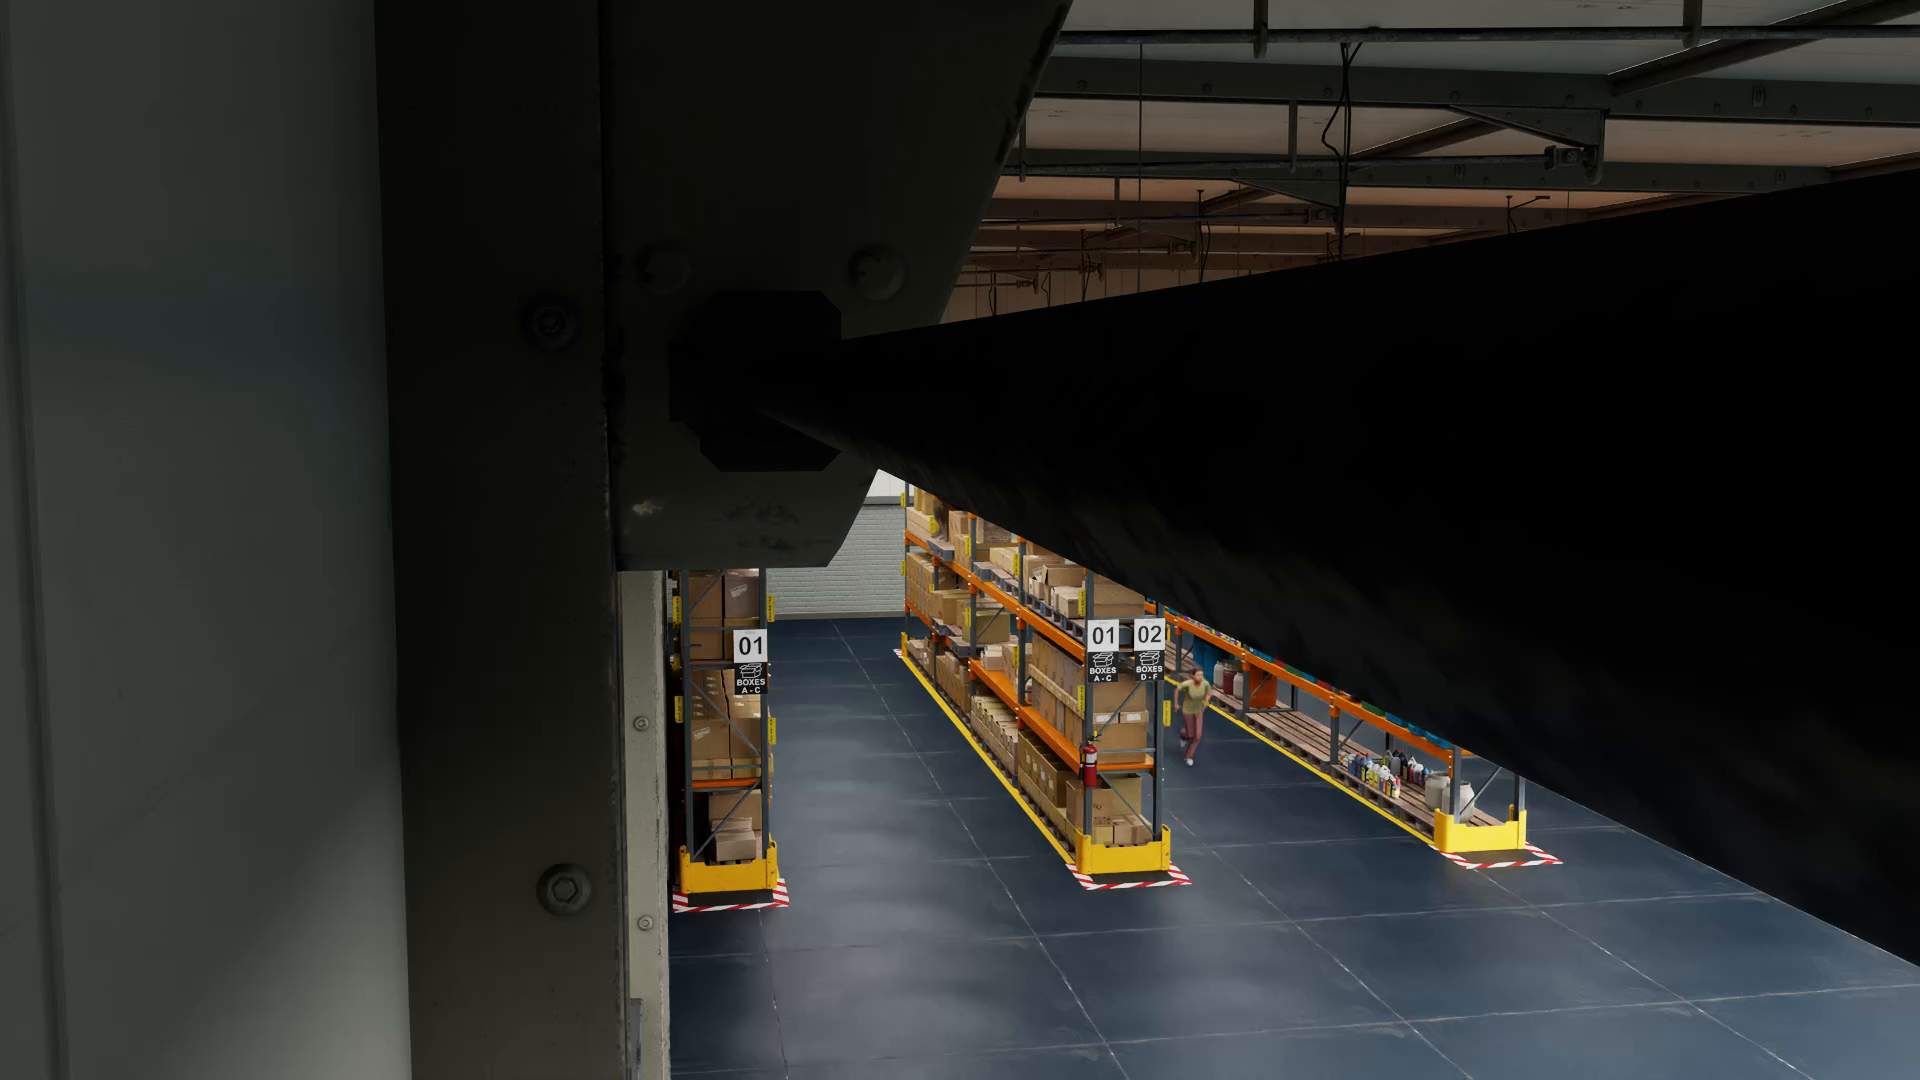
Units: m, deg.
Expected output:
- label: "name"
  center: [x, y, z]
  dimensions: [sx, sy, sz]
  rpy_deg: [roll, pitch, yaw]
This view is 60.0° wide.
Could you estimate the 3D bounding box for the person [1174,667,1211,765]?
- label: "person"
  center: [3.723, 2.791, 26.701]
  dimensions: [0.573, 1.602, 0.705]
  rpy_deg: [-2, 6, -17]
